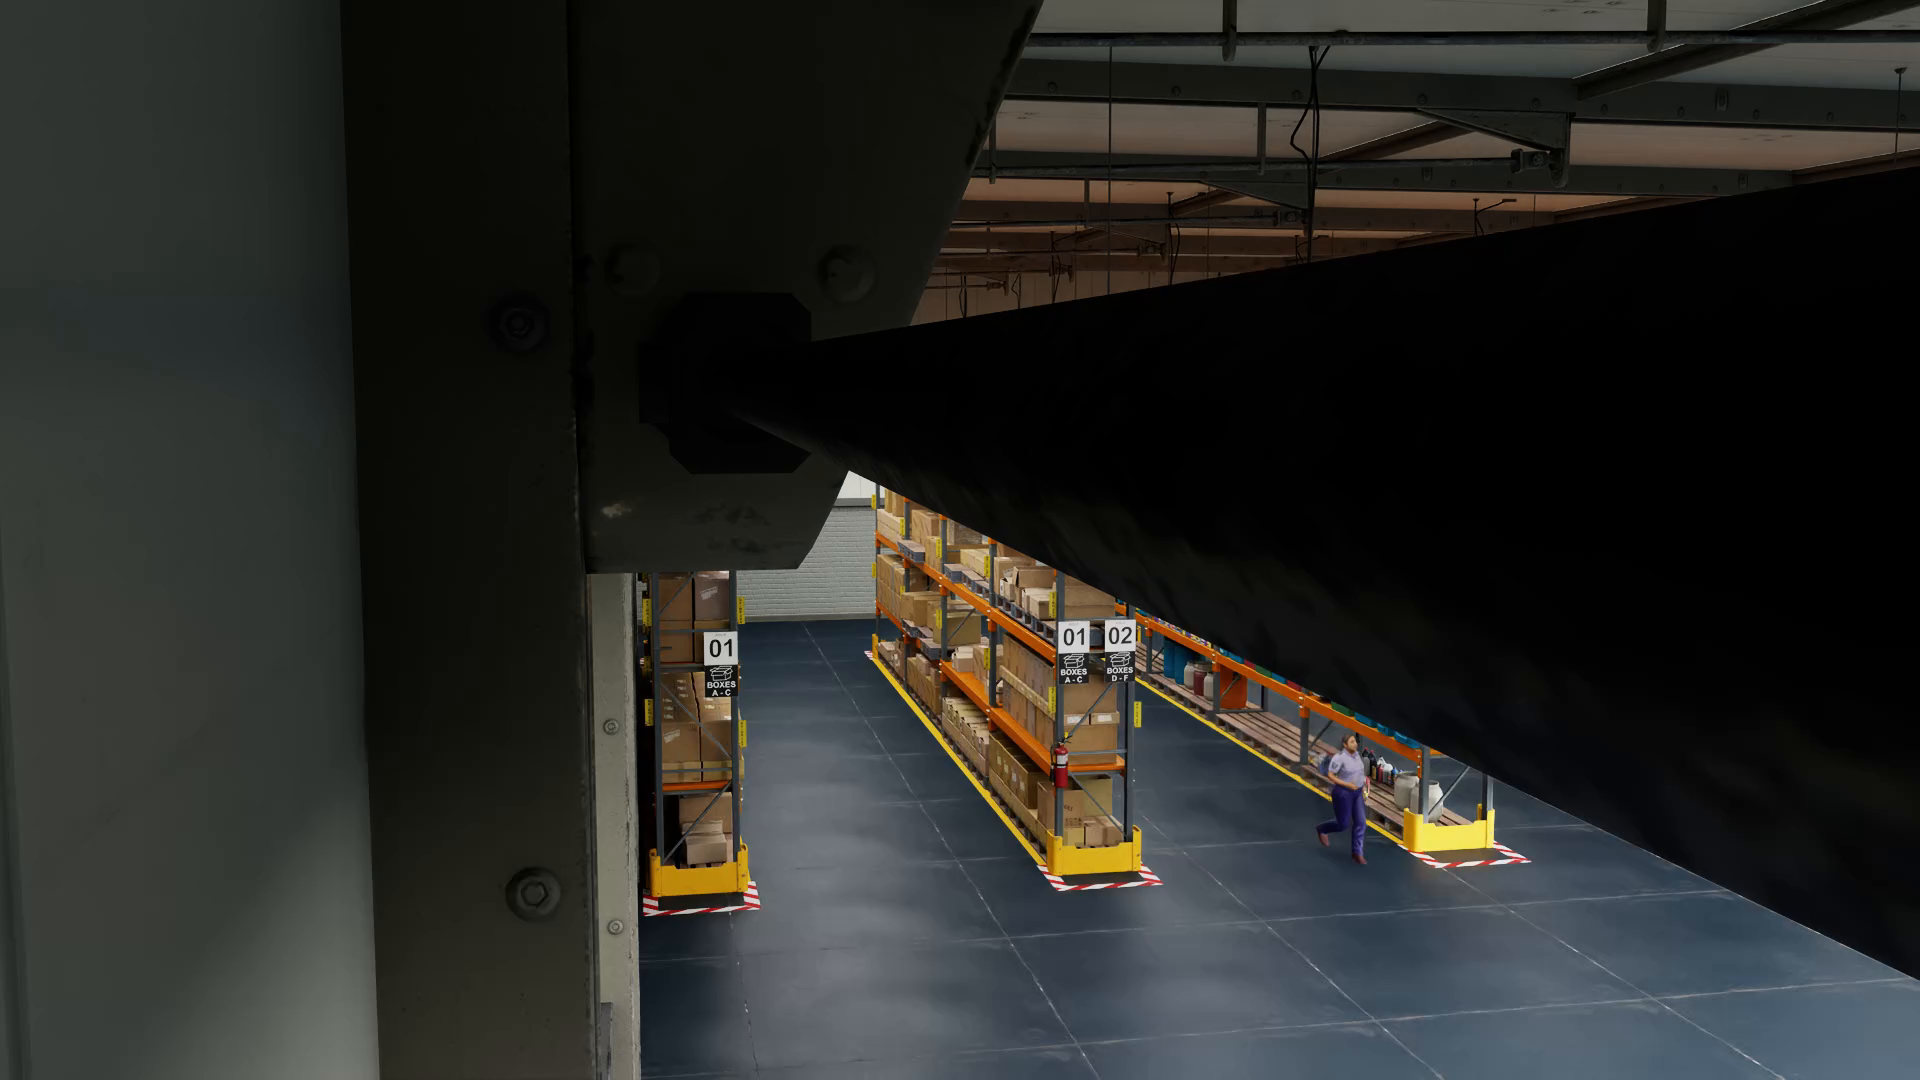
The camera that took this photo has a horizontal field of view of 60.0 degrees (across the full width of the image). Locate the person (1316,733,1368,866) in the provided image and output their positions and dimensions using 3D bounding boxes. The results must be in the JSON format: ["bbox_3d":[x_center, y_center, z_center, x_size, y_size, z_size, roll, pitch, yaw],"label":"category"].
[{"bbox_3d":[5.021,3.328,21.574,0.646,1.660,0.860,-4,7,-35],"label":"person"}]
